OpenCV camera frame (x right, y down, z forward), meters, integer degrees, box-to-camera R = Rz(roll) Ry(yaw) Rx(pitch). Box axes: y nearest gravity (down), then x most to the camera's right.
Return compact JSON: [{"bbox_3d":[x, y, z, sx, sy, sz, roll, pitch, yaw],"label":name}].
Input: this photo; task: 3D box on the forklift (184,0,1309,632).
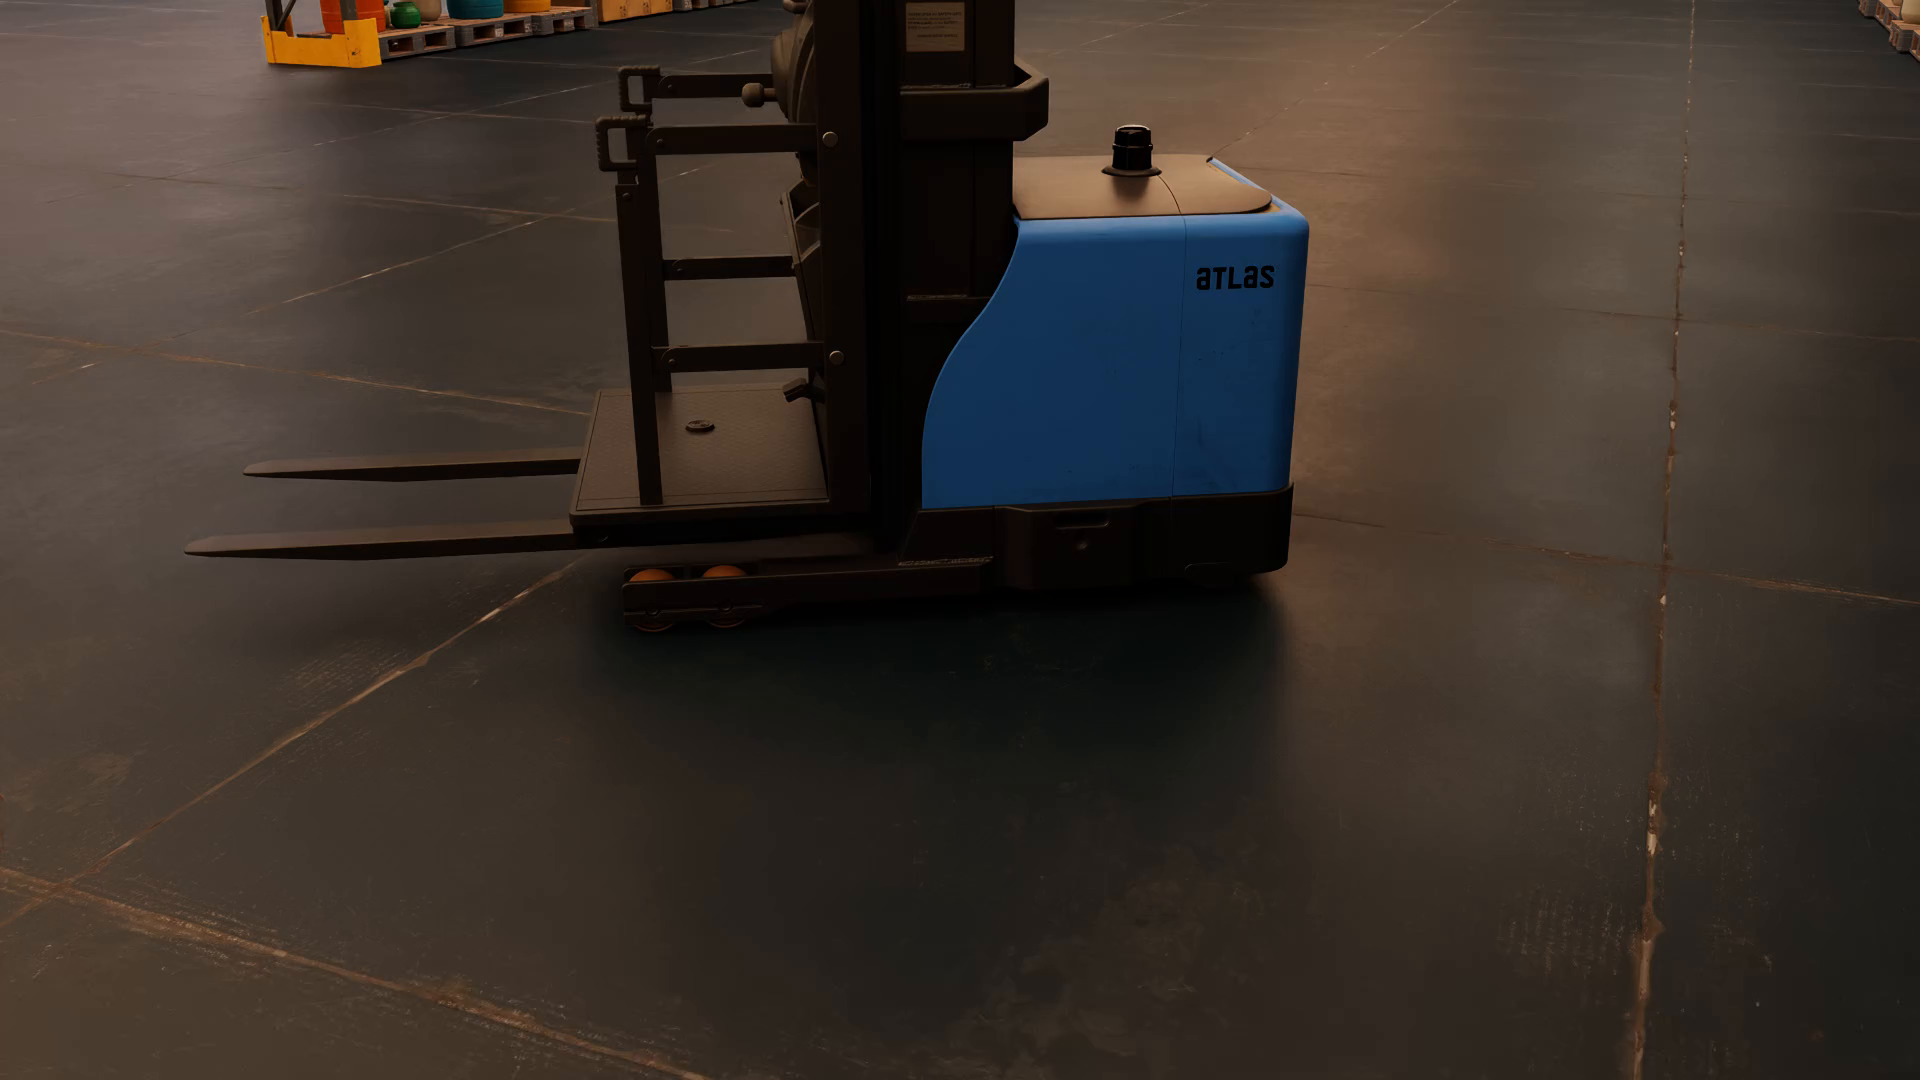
[{"bbox_3d":[-0.618,-1.320,4.451,3.031,2.935,1.130,-3,23,-7],"label":"forklift"}]
